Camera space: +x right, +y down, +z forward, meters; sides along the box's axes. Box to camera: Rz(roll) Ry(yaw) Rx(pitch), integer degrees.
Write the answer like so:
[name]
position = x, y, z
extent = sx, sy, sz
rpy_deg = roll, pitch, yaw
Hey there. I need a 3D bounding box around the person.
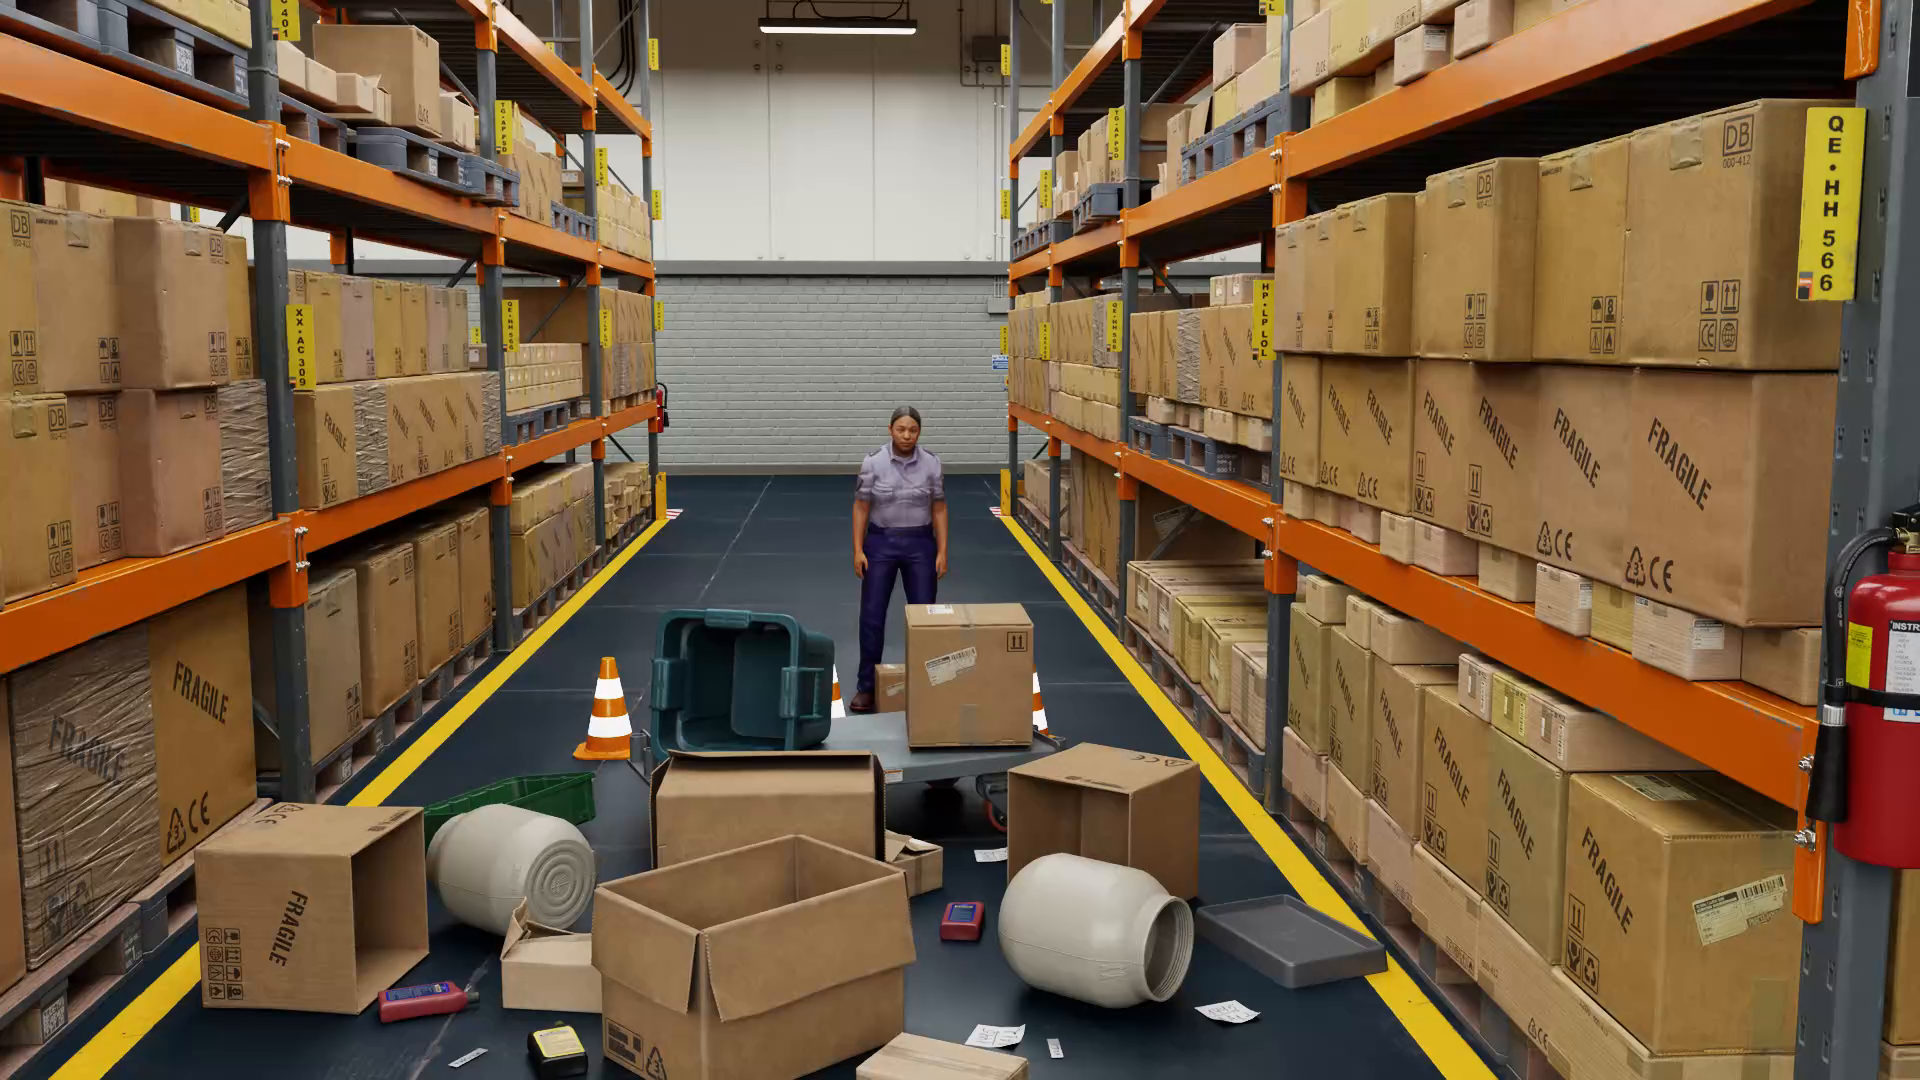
[person]
position = -0.337, 0.088, 9.067
extent = 0.555, 1.650, 0.368
rpy_deg = -1, 7, -7
